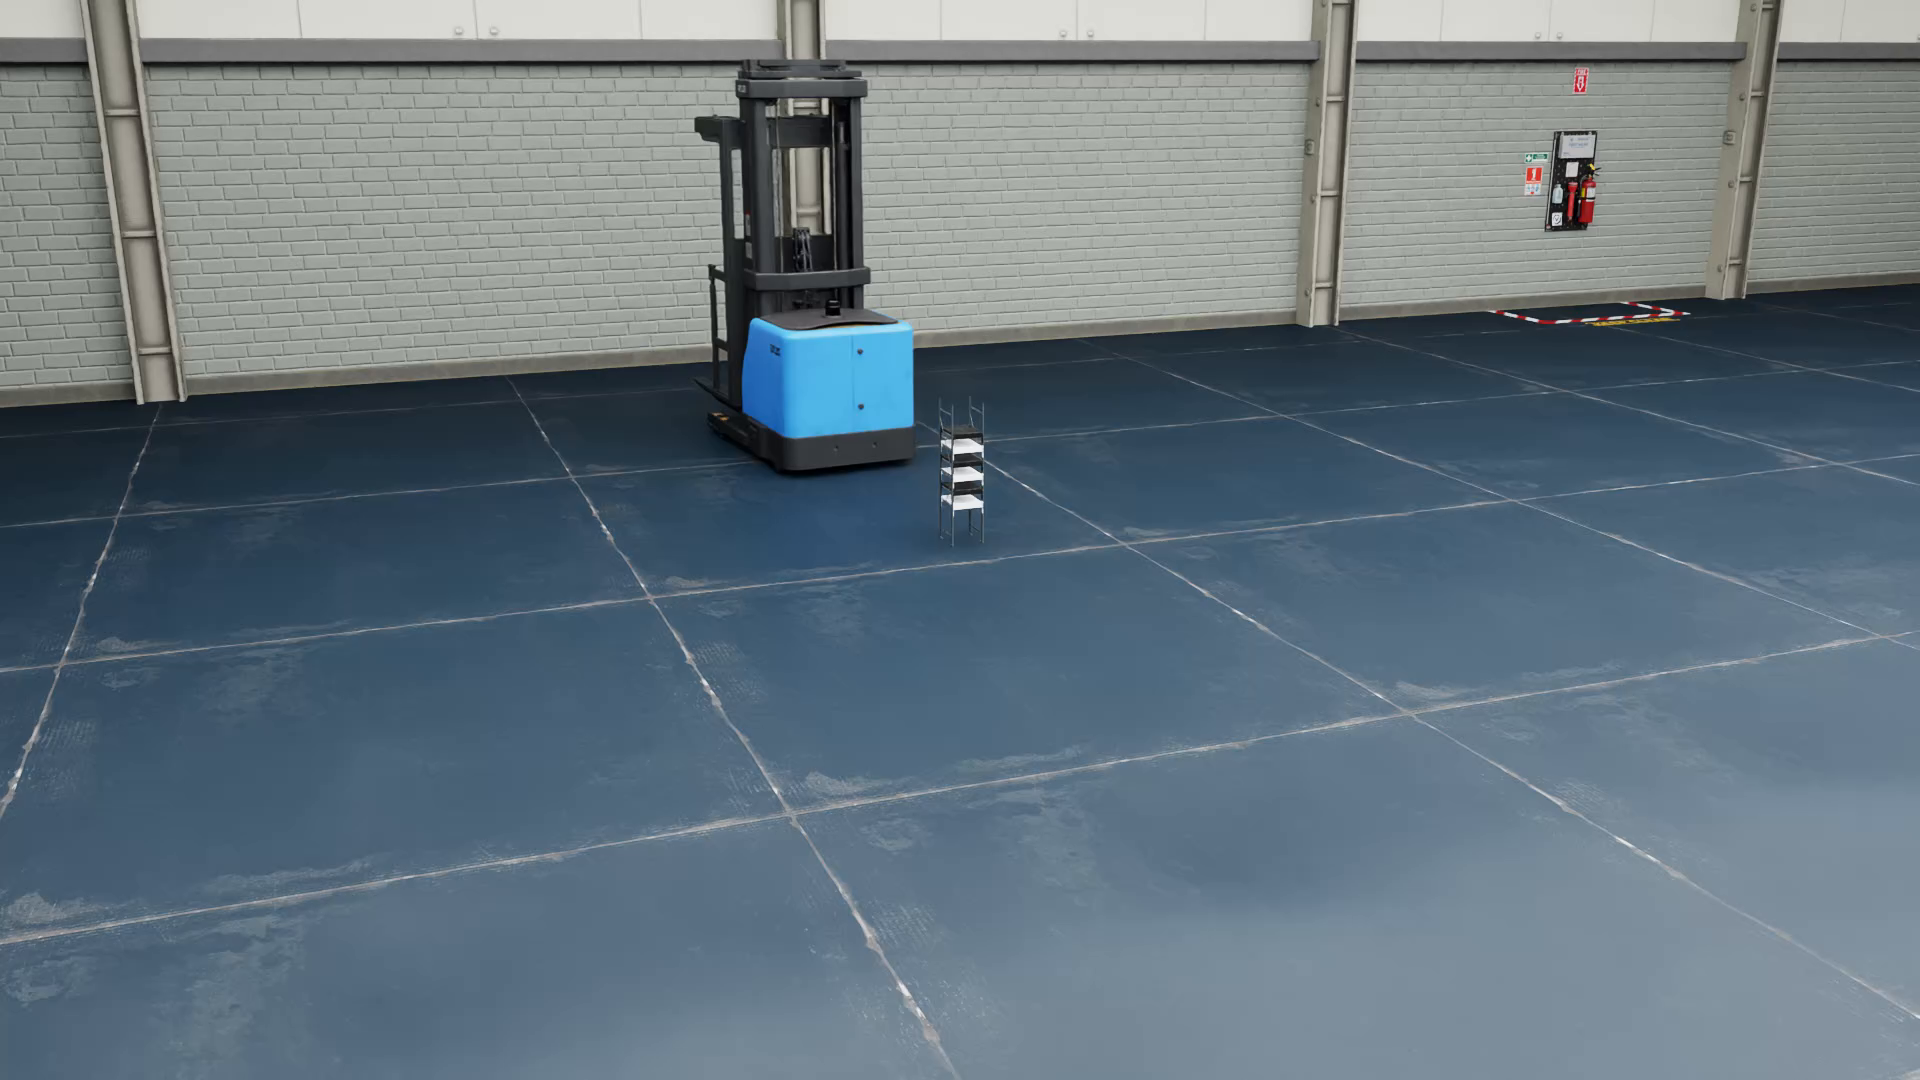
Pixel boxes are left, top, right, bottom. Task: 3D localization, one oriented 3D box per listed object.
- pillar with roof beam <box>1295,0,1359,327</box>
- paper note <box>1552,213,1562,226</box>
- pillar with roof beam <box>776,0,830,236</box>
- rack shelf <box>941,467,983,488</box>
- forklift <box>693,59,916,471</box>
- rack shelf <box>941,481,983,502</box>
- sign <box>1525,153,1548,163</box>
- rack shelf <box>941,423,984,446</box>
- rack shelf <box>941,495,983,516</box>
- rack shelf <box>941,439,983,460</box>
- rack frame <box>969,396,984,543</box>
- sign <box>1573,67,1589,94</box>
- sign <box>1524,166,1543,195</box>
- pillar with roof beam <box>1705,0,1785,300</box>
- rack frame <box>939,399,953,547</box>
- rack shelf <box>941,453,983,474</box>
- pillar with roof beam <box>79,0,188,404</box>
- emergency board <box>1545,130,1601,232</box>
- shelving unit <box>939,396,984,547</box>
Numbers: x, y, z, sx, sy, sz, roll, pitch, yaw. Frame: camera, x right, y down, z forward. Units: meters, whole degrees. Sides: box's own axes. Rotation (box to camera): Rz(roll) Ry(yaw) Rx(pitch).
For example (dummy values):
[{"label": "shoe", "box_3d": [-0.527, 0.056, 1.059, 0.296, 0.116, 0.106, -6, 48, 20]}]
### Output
[{"label": "pillar with roof beam", "box_3d": [5.613, -5.651, 13.871, 0.400, 9.000, 9.100, -6, 17, -20]}, {"label": "paper note", "box_3d": [7.164, -3.849, 19.945, 0.142, 0.148, 0.016, -6, 17, -20]}, {"label": "pillar with roof beam", "box_3d": [0.010, -5.046, 11.811, 0.400, 9.000, 9.100, -6, 17, -20]}, {"label": "rack shelf", "box_3d": [0.008, -0.401, 10.484, 0.200, 0.077, 0.258, -6, 17, -20]}, {"label": "forklift", "box_3d": [-1.411, -2.280, 13.159, 1.130, 2.935, 3.031, -7, 18, -24]}, {"label": "rack shelf", "box_3d": [0.008, -0.314, 10.509, 0.200, 0.077, 0.258, -6, 17, -20]}, {"label": "sign", "box_3d": [6.808, -4.512, 19.636, 0.331, 0.109, 0.001, -6, 17, -20]}, {"label": "rack shelf", "box_3d": [0.008, -0.660, 10.408, 0.200, 0.077, 0.258, -6, 17, -20]}, {"label": "rack shelf", "box_3d": [0.008, -0.228, 10.534, 0.200, 0.077, 0.258, -6, 17, -20]}, {"label": "rack shelf", "box_3d": [0.008, -0.573, 10.433, 0.200, 0.077, 0.258, -6, 17, -20]}, {"label": "rack frame", "box_3d": [0.103, -0.443, 10.509, 0.006, 0.900, 0.240, -6, 17, -20]}, {"label": "sign", "box_3d": [7.311, -5.409, 19.579, 0.199, 0.298, 0.001, -6, 17, -20]}, {"label": "sign", "box_3d": [6.800, -4.260, 19.717, 0.234, 0.329, 0.001, -6, 17, -20]}, {"label": "pillar with roof beam", "box_3d": [11.215, -6.256, 15.931, 0.400, 9.000, 9.100, -6, 17, -20]}, {"label": "rack frame", "box_3d": [-0.087, -0.422, 10.439, 0.006, 0.900, 0.240, -6, 17, -20]}, {"label": "rack shelf", "box_3d": [0.008, -0.487, 10.458, 0.200, 0.077, 0.258, -6, 17, -20]}, {"label": "pillar with roof beam", "box_3d": [-5.593, -4.441, 9.751, 0.400, 9.000, 9.100, -6, 17, -20]}, {"label": "emergency board", "box_3d": [7.354, -4.271, 19.819, 0.643, 1.169, 0.194, -6, 17, -20]}, {"label": "shelving unit", "box_3d": [0.008, -0.433, 10.474, 0.210, 0.900, 0.258, -6, 17, -20]}]
